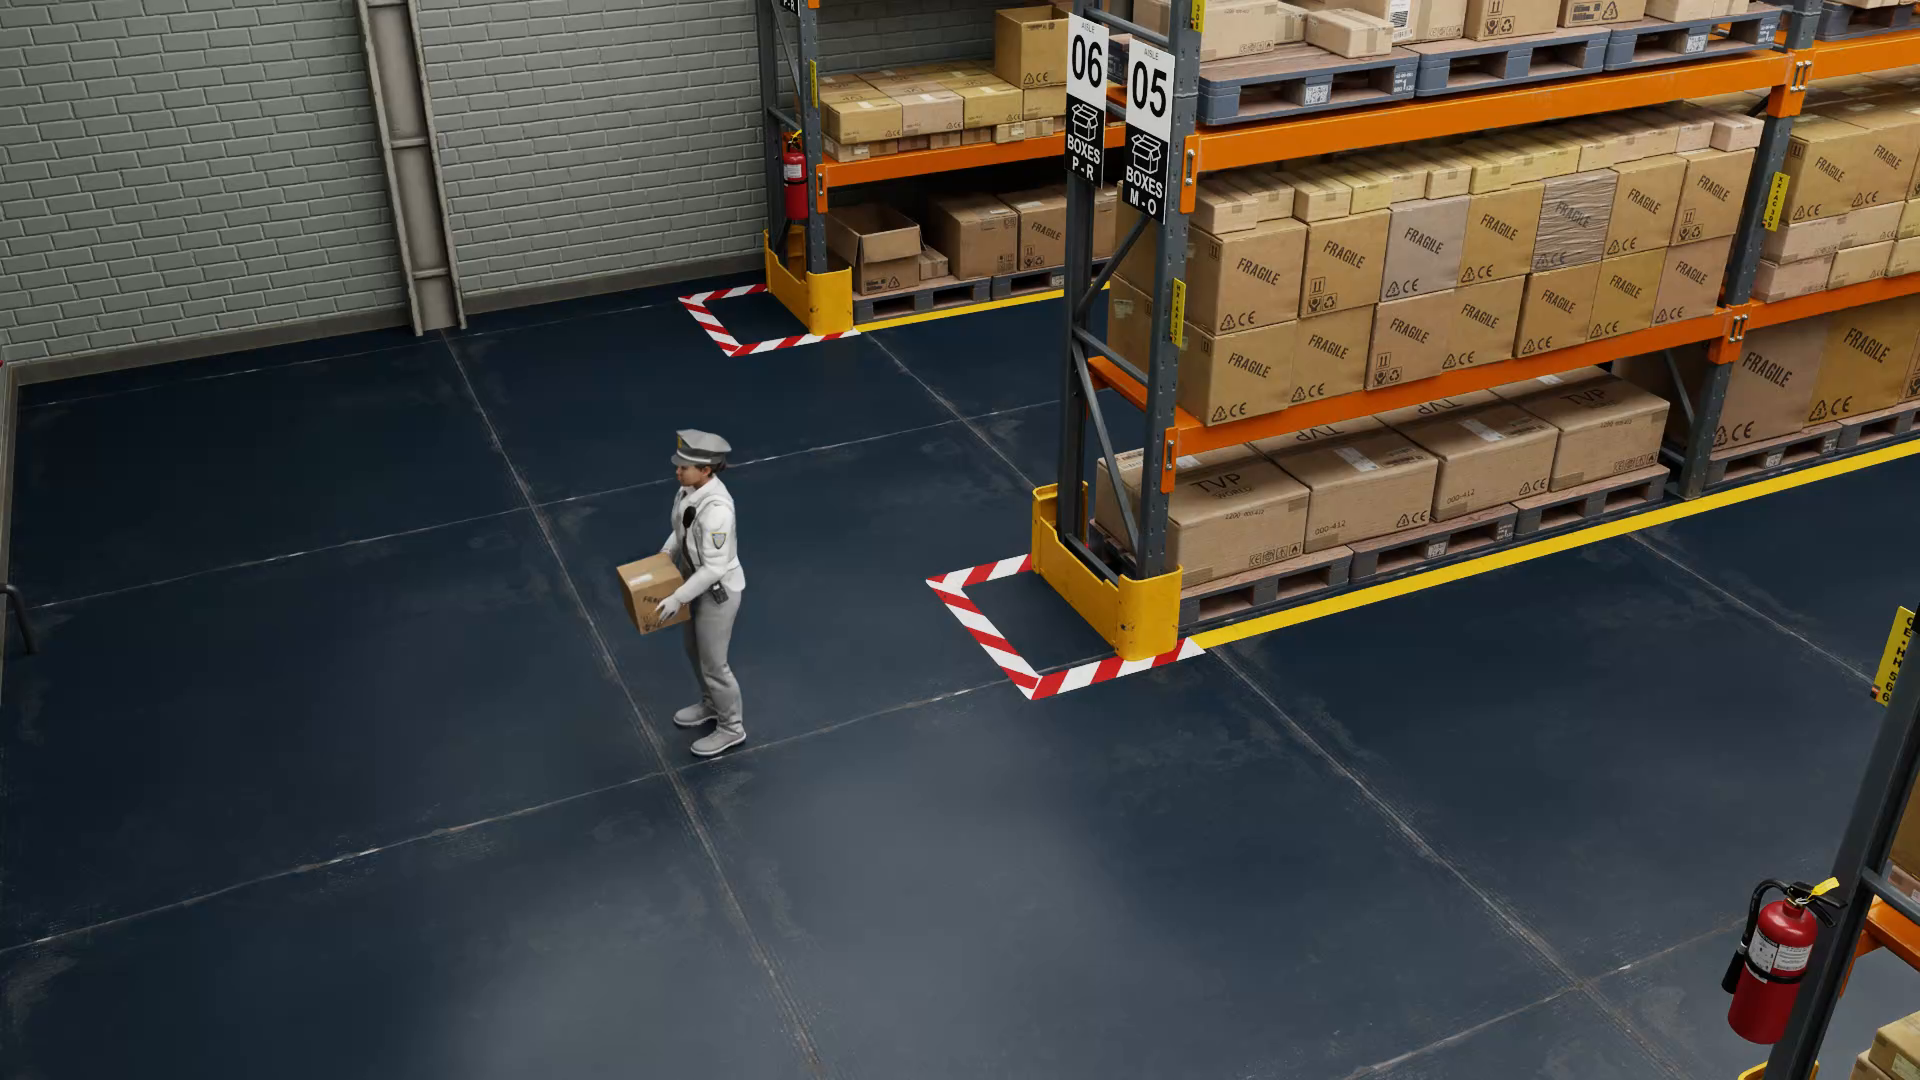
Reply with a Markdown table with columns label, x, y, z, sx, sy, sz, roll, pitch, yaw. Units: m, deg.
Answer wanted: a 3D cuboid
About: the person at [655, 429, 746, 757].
| label | x | y | z | sx | sy | sz | roll | pitch | yaw |
| --- | --- | --- | --- | --- | --- | --- | --- | --- | --- |
| person | -1.271 | 0.251 | 7.972 | 0.464 | 1.690 | 0.494 | -14 | 32 | -22 |
